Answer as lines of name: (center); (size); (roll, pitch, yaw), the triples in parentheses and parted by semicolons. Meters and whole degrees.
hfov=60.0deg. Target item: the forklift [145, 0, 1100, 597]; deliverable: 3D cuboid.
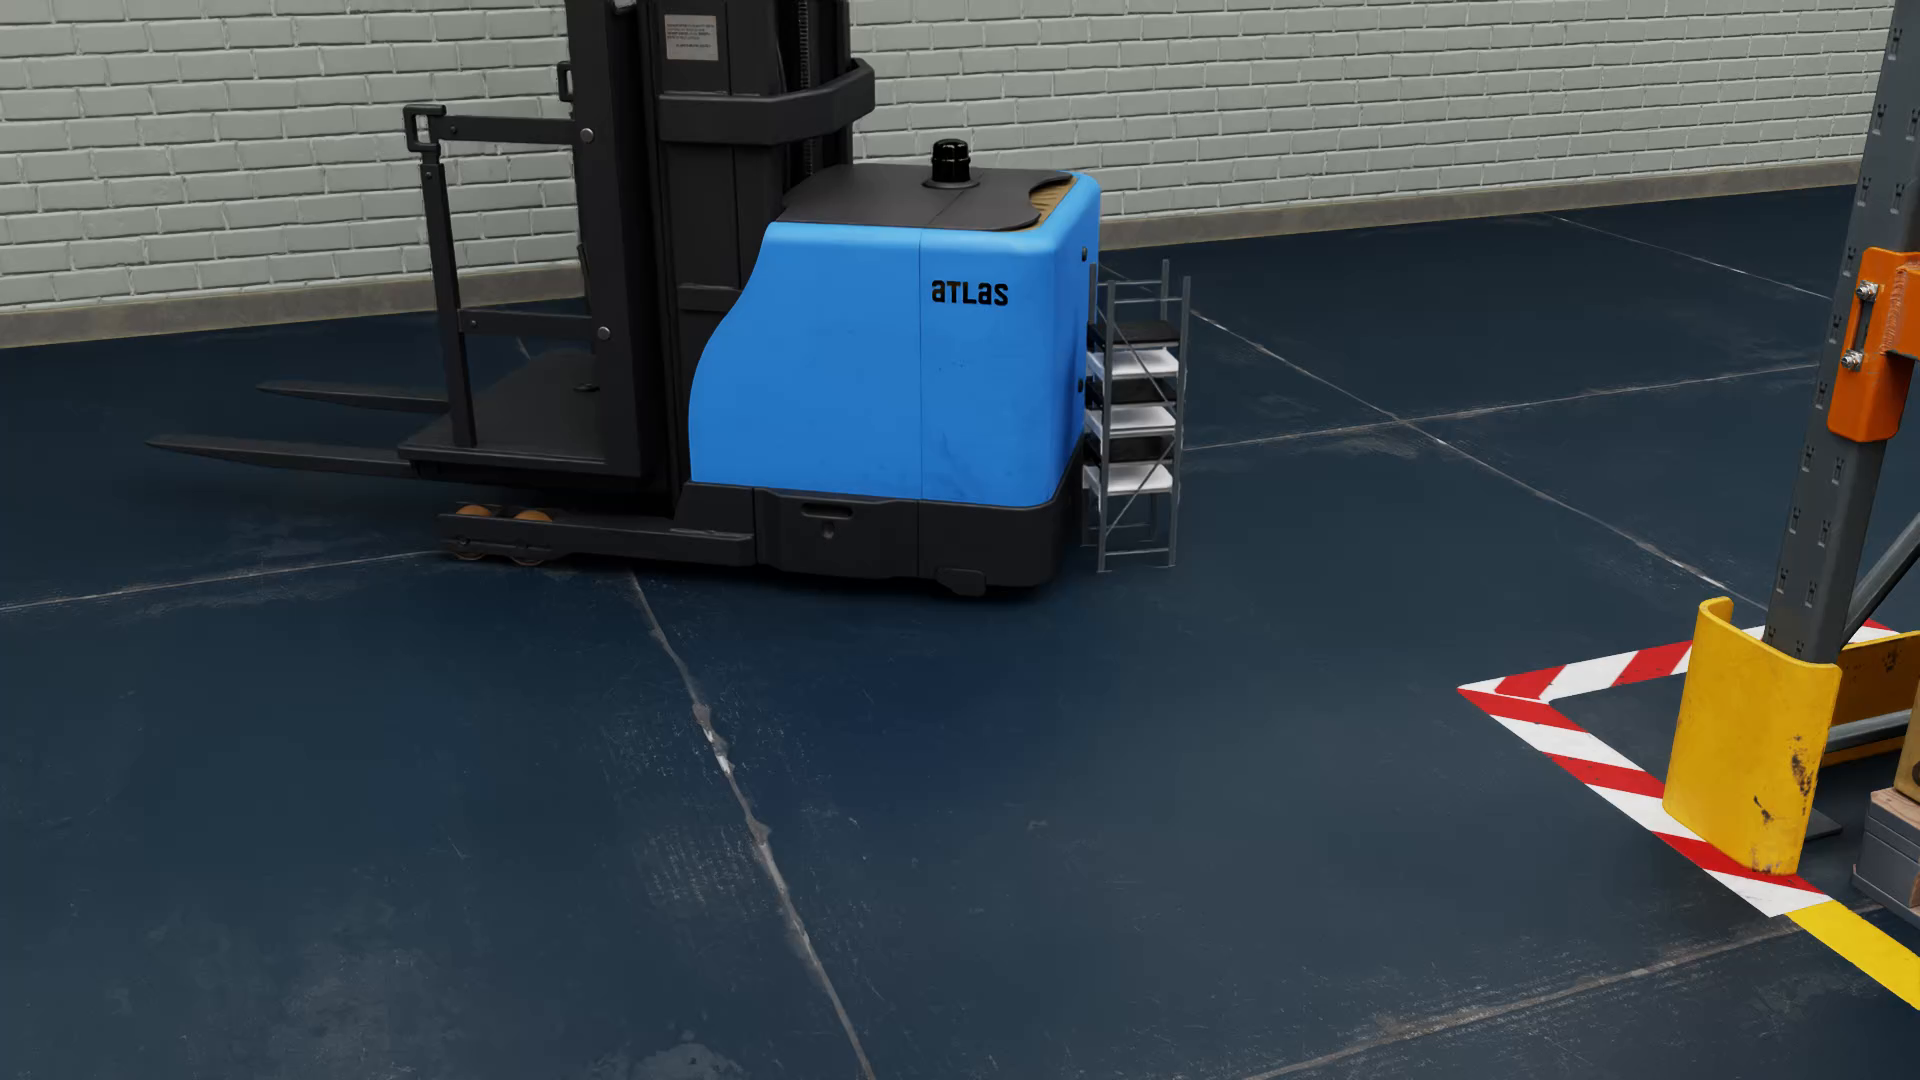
forklift: (-1.118, -1.465, 4.953); (3.031, 2.935, 1.130); (5, 23, 11)

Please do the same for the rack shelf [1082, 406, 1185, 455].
rack shelf: (0.515, -0.331, 4.962); (0.258, 0.077, 0.200); (-4, 23, -10)

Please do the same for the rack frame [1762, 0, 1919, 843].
rack frame: (2.202, -0.791, 3.265); (1.000, 3.000, 0.127); (-8, 24, -19)

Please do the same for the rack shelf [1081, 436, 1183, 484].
rack shelf: (0.515, -0.248, 4.996); (0.258, 0.077, 0.200); (-4, 23, -10)

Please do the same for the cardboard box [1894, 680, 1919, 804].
cardboard box: (2.503, 0.216, 3.070); (0.875, 0.875, 0.875); (-8, 24, -19)

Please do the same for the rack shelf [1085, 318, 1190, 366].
rack shelf: (0.515, -0.579, 4.857); (0.258, 0.077, 0.200); (-4, 23, -10)

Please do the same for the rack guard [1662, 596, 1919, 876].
rack guard: (2.194, 0.352, 3.771); (1.175, 0.500, 0.348); (-8, 24, -19)

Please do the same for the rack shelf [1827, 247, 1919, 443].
rack shelf: (2.909, 0.267, 1.680); (1.077, 0.370, 4.000); (-8, 24, -19)

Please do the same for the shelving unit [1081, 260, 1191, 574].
shelving unit: (0.515, -0.361, 4.949); (0.258, 0.900, 0.210); (-4, 23, -10)

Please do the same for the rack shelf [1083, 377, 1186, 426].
rack shelf: (0.515, -0.414, 4.927); (0.258, 0.077, 0.200); (-4, 23, -10)

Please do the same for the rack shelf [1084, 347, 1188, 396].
rack shelf: (0.515, -0.496, 4.892); (0.258, 0.077, 0.200); (-4, 23, -10)

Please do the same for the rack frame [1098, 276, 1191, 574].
rack frame: (0.533, -0.322, 4.856); (0.240, 0.900, 0.006); (-4, 23, -10)

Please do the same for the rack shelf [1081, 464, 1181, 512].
rack shelf: (0.515, -0.165, 5.031); (0.258, 0.077, 0.200); (-4, 23, -10)

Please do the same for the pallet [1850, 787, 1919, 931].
pallet: (2.558, 0.774, 3.142); (1.003, 0.211, 1.213); (-8, 24, -19)

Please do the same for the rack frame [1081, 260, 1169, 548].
rack frame: (0.497, -0.400, 5.041); (0.240, 0.900, 0.006); (-4, 23, -10)
